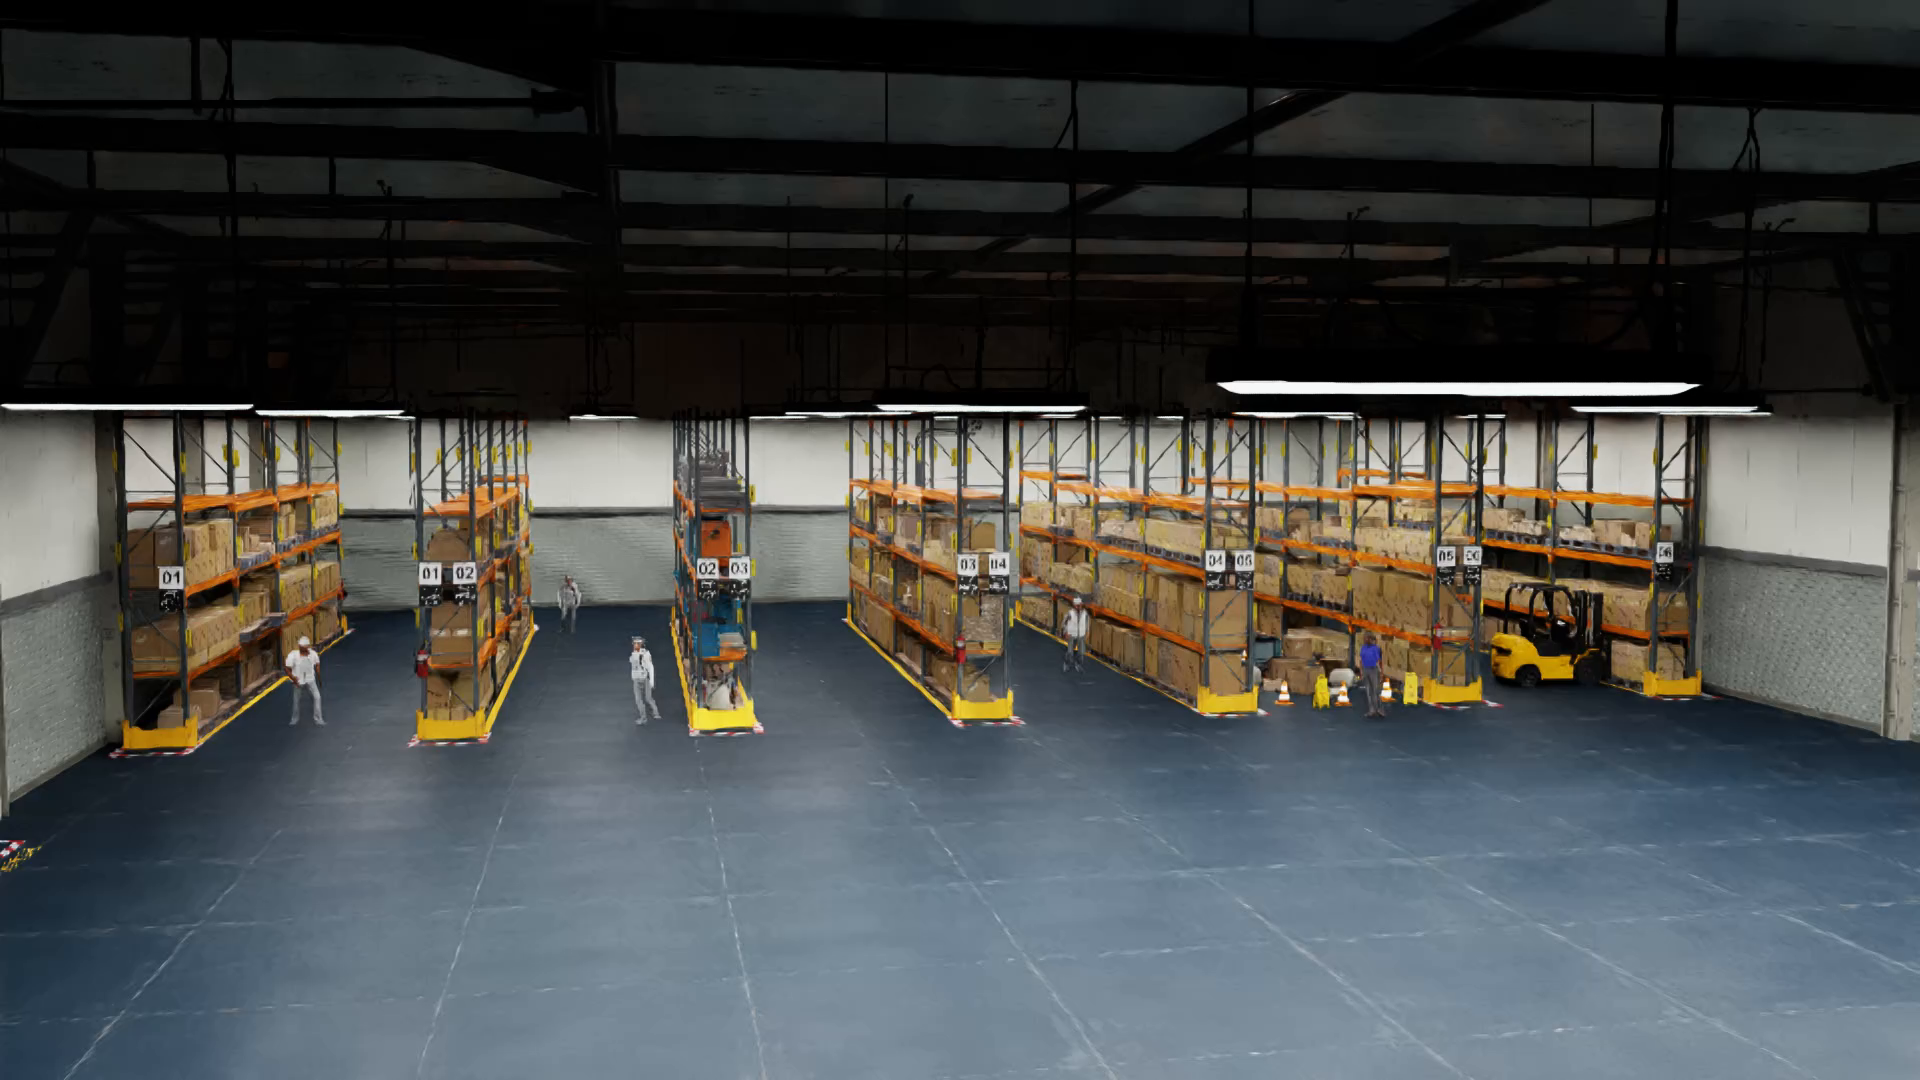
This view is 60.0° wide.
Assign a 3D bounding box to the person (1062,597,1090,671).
[{"bbox_3d":[2.666,2.159,38.118,0.677,1.726,0.574,-1,4,-12],"label":"person"}]

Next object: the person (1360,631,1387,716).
[{"bbox_3d":[8.021,2.593,32.298,0.356,1.652,0.571,-4,6,-43],"label":"person"}]

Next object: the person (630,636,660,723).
[{"bbox_3d":[-6.009,2.649,31.688,0.527,1.651,0.538,2,4,25],"label":"person"}]

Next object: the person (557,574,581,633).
[{"bbox_3d":[-10.574,1.720,44.959,0.637,1.632,0.512,-1,4,-13],"label":"person"}]

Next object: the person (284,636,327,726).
[{"bbox_3d":[-12.316,2.642,31.204,0.700,1.701,0.784,-3,5,-32],"label":"person"}]
